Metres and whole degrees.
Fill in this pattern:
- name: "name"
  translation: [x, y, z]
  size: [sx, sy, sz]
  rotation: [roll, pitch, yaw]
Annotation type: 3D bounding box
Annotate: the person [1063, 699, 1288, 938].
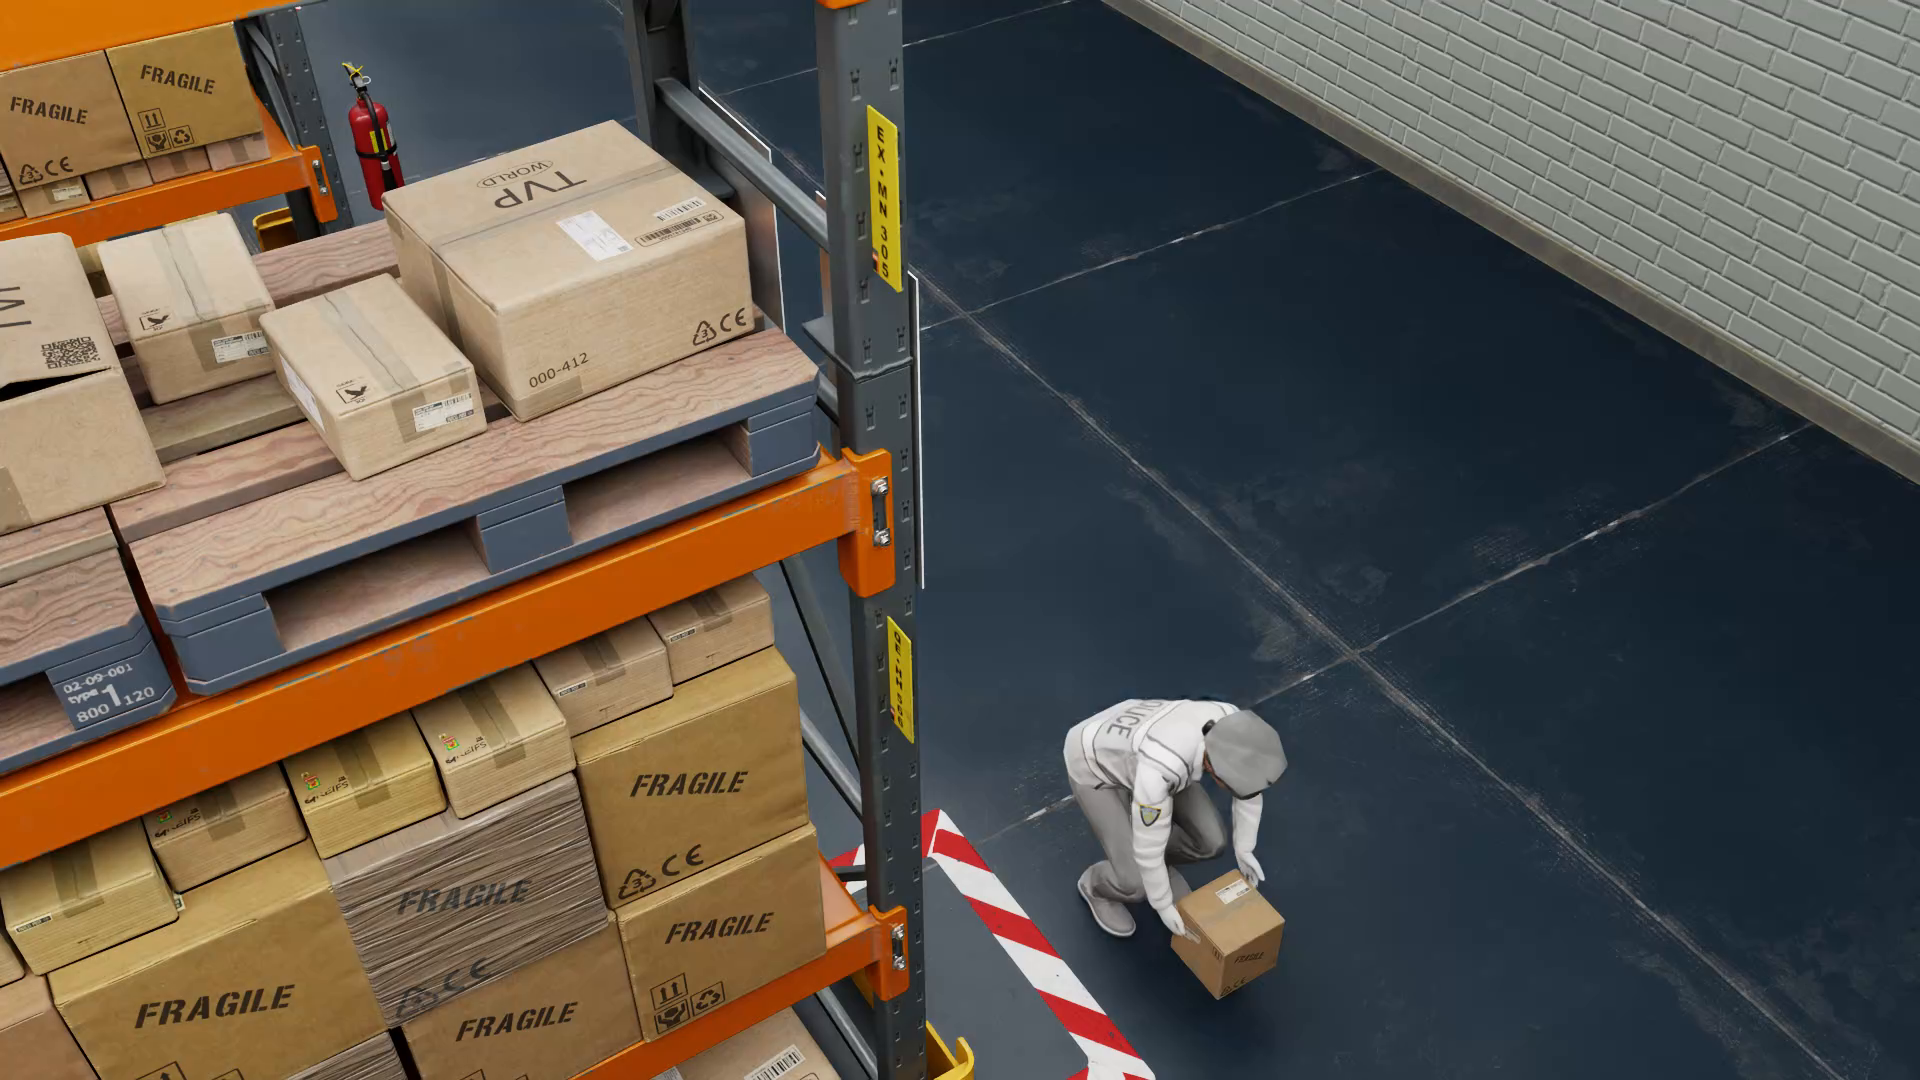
- name: "person"
  translation: [0.704, 0.877, 5.535]
  size: [0.520, 1.163, 0.796]
  rotation: [-23, 46, -24]
